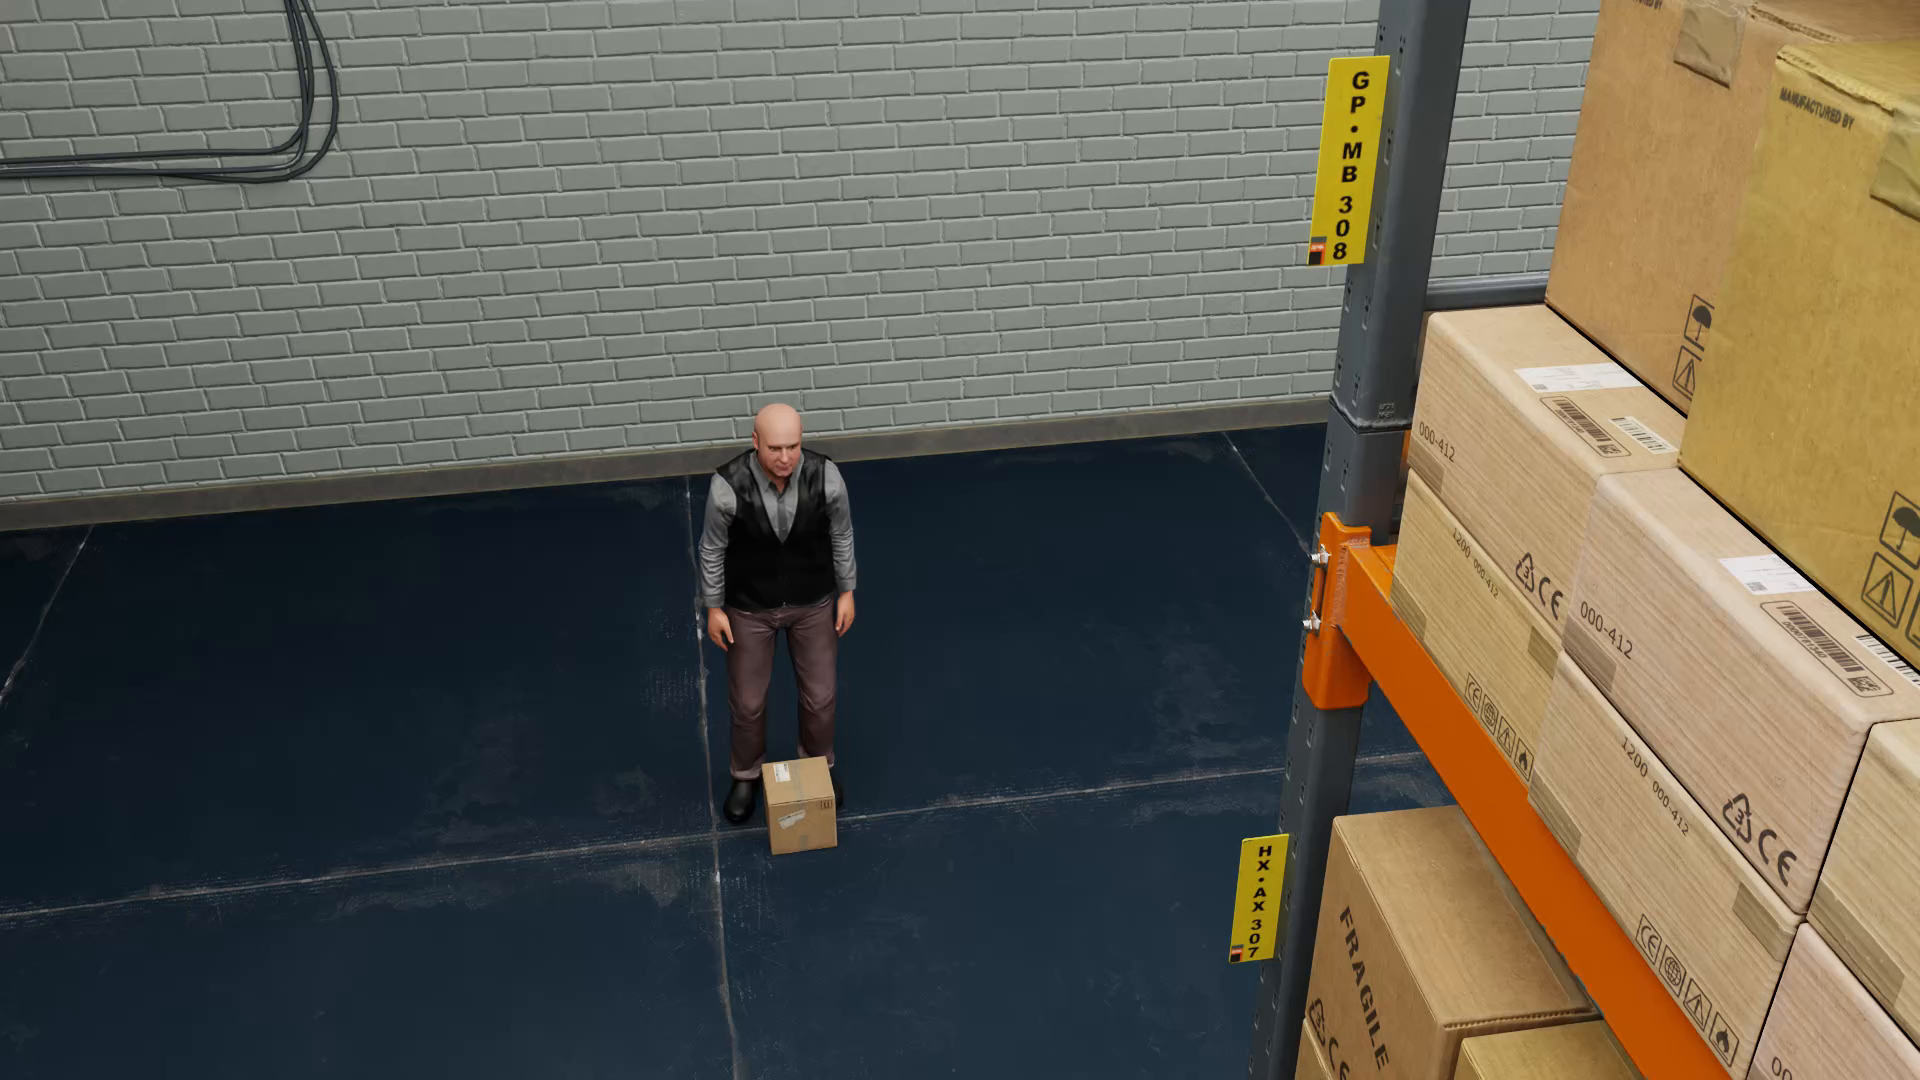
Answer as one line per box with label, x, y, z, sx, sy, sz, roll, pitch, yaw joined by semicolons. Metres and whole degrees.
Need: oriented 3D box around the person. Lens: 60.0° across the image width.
person;-0.673;0.243;6.244;0.583;1.719;0.424;-7;31;-12
